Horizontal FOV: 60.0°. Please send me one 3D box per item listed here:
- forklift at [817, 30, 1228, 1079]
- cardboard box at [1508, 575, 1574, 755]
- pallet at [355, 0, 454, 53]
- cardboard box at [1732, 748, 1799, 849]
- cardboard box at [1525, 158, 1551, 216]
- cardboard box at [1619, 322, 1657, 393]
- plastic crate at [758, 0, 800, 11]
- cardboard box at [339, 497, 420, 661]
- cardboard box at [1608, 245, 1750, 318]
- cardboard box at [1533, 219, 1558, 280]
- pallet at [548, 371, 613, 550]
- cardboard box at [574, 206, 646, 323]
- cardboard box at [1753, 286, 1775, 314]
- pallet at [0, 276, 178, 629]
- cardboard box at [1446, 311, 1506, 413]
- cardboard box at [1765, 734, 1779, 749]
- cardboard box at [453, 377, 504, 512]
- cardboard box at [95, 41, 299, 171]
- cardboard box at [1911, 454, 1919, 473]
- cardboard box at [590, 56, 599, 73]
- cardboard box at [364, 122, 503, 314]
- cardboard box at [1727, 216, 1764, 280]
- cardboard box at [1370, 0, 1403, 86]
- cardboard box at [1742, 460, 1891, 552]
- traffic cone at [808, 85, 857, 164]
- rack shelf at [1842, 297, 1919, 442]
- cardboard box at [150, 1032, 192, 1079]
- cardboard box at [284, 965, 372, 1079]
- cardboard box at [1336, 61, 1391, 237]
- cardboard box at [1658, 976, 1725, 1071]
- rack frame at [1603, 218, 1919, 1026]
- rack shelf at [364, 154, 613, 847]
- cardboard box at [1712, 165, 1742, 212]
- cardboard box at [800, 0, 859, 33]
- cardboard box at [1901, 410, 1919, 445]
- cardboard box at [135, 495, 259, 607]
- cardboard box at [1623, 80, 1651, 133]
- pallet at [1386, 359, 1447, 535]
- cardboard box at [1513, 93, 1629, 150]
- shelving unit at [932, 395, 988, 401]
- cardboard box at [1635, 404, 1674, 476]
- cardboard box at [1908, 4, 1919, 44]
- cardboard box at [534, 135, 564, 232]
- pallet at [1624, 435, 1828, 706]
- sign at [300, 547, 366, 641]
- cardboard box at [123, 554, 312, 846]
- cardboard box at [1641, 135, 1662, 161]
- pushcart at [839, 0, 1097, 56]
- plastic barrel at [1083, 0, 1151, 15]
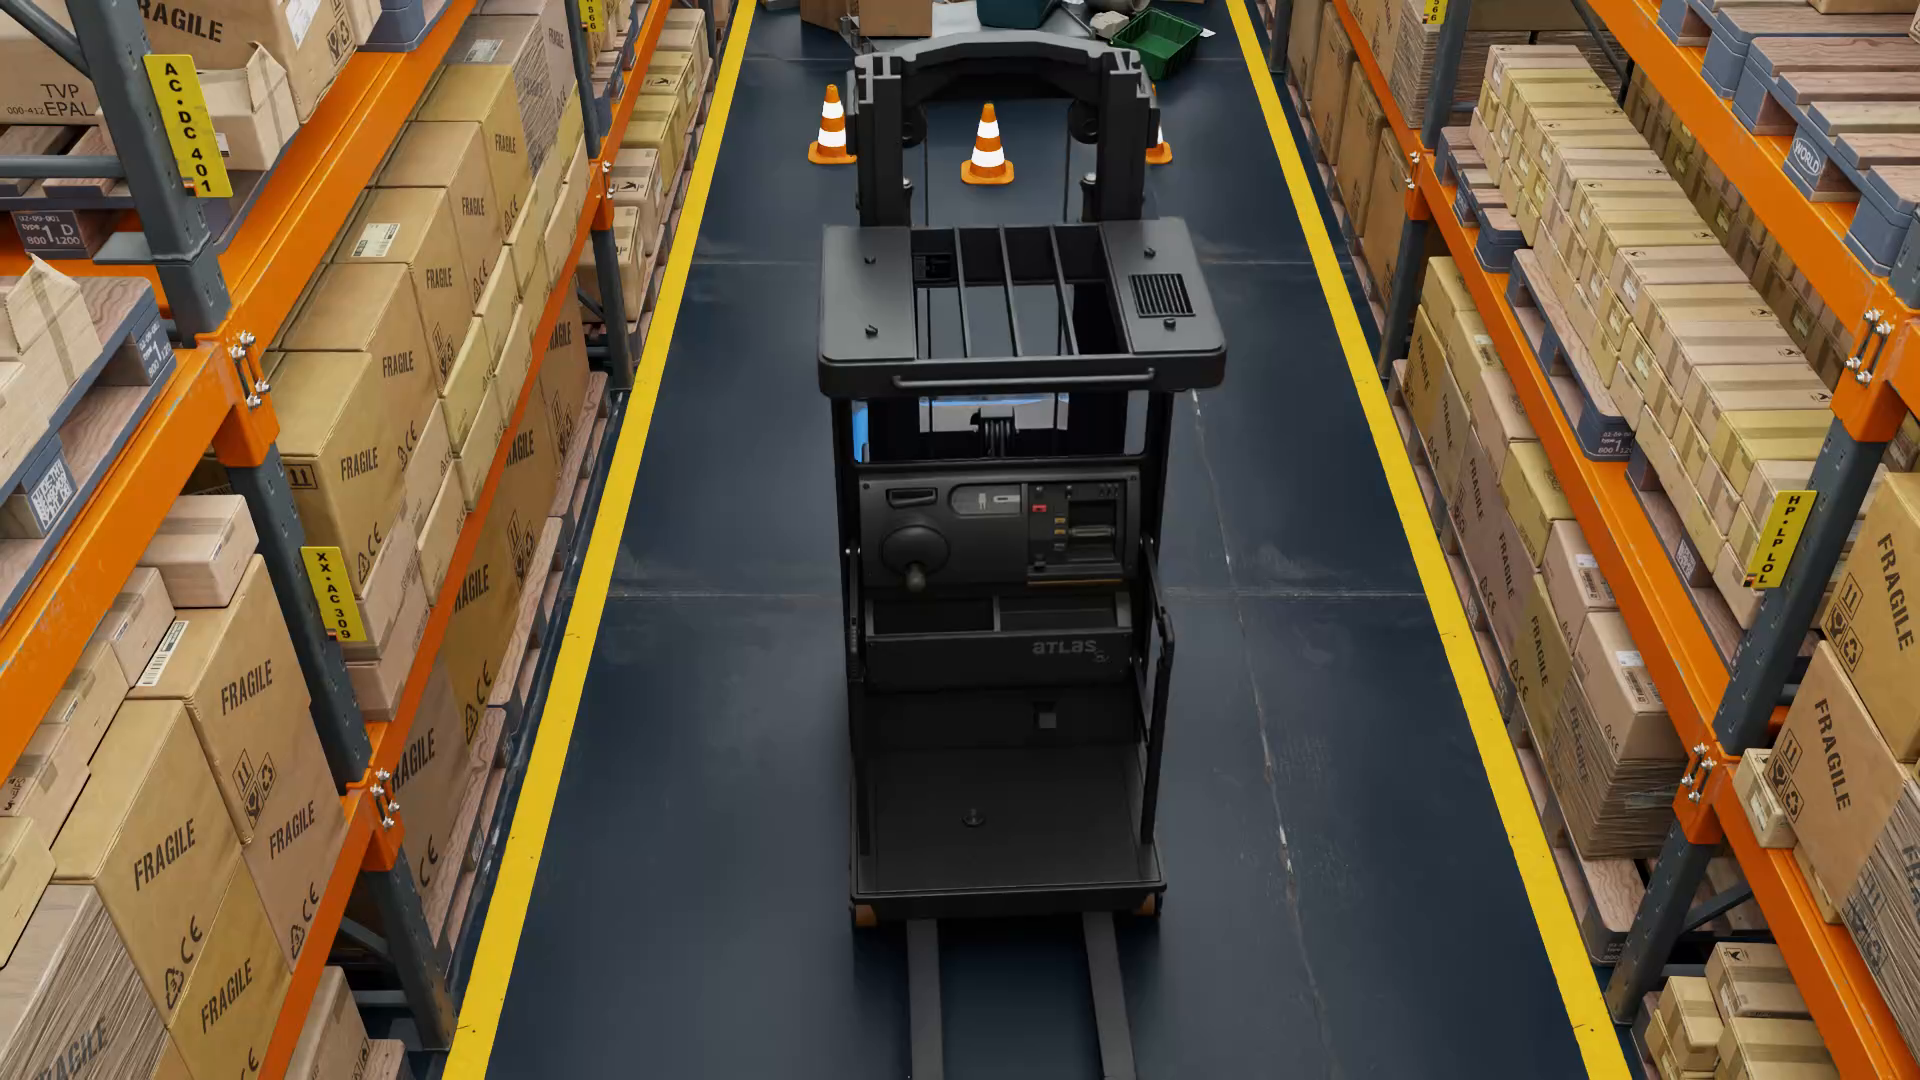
[{"bbox_3d":[0.147,0.040,5.356,1.130,2.935,3.031,-2,39,-2],"label":"forklift"},{"bbox_3d":[2.481,0.478,6.418,0.500,0.500,0.500,-1,39,-1],"label":"cardboard box"},{"bbox_3d":[-2.163,-1.980,5.574,1.003,0.211,1.213,2,39,2],"label":"pallet"},{"bbox_3d":[2.407,0.725,4.648,0.380,0.149,0.250,1,39,2],"label":"cardboard box"},{"bbox_3d":[2.536,-1.437,6.772,0.380,0.149,0.250,0,39,0],"label":"cardboard box"},{"bbox_3d":[2.533,-0.635,5.771,0.380,0.149,0.250,-2,39,-2],"label":"cardboard box"},{"bbox_3d":[-1.407,-4.330,13.089,0.402,0.080,0.583,-13,40,-16],"label":"plastic crate"},{"bbox_3d":[-1.935,0.104,4.941,0.500,0.250,0.500,-1,39,-1],"label":"cardboard box"},{"bbox_3d":[2.537,-0.914,5.882,0.380,0.149,0.250,-2,39,-2],"label":"cardboard box"},{"bbox_3d":[2.533,-1.166,6.671,0.380,0.149,0.250,1,39,1],"label":"cardboard box"},{"bbox_3d":[-2.295,-0.404,8.085,1.003,0.211,1.213,0,39,0],"label":"pallet"},{"bbox_3d":[-2.211,-1.477,8.960,0.950,0.372,0.625,-2,39,-3],"label":"cardboard box"},{"bbox_3d":[3.189,-0.837,6.261,0.380,0.149,0.250,-2,39,-2],"label":"cardboard box"},{"bbox_3d":[-2.226,-0.108,3.158,1.003,0.211,1.213,0,39,0],"label":"pallet"},{"bbox_3d":[2.489,-0.784,7.394,0.500,0.250,0.500,0,39,-1],"label":"cardboard box"},{"bbox_3d":[2.997,0.506,5.783,0.500,0.250,0.500,-2,39,-2],"label":"cardboard box"},{"bbox_3d":[-1.939,-0.345,5.901,0.500,0.250,0.500,0,39,0],"label":"cardboard box"},{"bbox_3d":[-1.867,-1.079,4.071,0.396,0.266,0.258,0,39,0],"label":"cardboard box"},{"bbox_3d":[3.191,-0.141,5.155,0.380,0.149,0.250,-1,39,-1],"label":"cardboard box"},{"bbox_3d":[-2.002,-2.431,8.250,0.380,0.149,0.250,-2,39,-3],"label":"cardboard box"},{"bbox_3d":[-1.962,-1.143,5.899,0.500,0.500,0.500,-1,39,-1],"label":"cardboard box"},{"bbox_3d":[3.189,-1.119,6.374,0.380,0.149,0.250,1,39,1],"label":"cardboard box"},{"bbox_3d":[2.461,-2.684,8.621,0.500,0.500,0.500,0,39,0],"label":"cardboard box"},{"bbox_3d":[2.538,-0.099,4.865,0.380,0.149,0.250,2,39,2],"label":"cardboard box"},{"bbox_3d":[-0.824,-2.722,10.777,0.336,0.463,0.334,0,39,0],"label":"traffic cone"},{"bbox_3d":[2.736,0.810,2.517,1.077,0.370,4.000,0,39,0],"label":"rack shelf"},{"bbox_3d":[-1.939,1.403,3.520,0.500,0.500,0.500,-1,39,-1],"label":"cardboard box"},{"bbox_3d":[-2.323,1.745,4.887,0.875,0.438,0.875,-1,39,-1],"label":"cardboard box"},{"bbox_3d":[2.814,-2.265,9.641,1.050,0.750,0.750,1,39,1],"label":"cardboard box"},{"bbox_3d":[2.414,1.509,5.174,0.380,0.149,0.250,2,39,2],"label":"cardboard box"},{"bbox_3d":[2.734,0.450,4.790,1.000,3.000,0.127,0,39,0],"label":"rack frame"},{"bbox_3d":[-2.218,-0.454,6.493,1.077,0.370,4.000,0,39,0],"label":"rack shelf"},{"bbox_3d":[3.185,-1.405,6.494,0.380,0.149,0.250,0,39,0],"label":"cardboard box"},{"bbox_3d":[-0.866,-4.183,12.568,0.500,0.500,0.500,28,46,30],"label":"cardboard box"},{"bbox_3d":[3.189,-0.430,5.277,0.380,0.149,0.250,0,39,0],"label":"cardboard box"},{"bbox_3d":[-1.897,0.026,3.920,0.380,0.149,0.250,-1,39,-1],"label":"cardboard box"},{"bbox_3d":[3.185,-1.925,7.381,0.380,0.149,0.250,1,39,1],"label":"cardboard box"},{"bbox_3d":[2.729,-0.475,8.174,1.003,0.211,1.213,0,39,0],"label":"pallet"},{"bbox_3d":[2.535,-1.739,6.911,0.380,0.149,0.250,0,39,0],"label":"cardboard box"},{"bbox_3d":[0.000,-0.346,7.462,0.258,0.900,0.210,0,39,0],"label":"shelving unit"},{"bbox_3d":[2.536,-0.340,5.640,0.380,0.149,0.250,-2,39,-2],"label":"cardboard box"},{"bbox_3d":[2.943,-1.401,4.436,0.500,0.311,0.500,-1,39,-1],"label":"cardboard box"},{"bbox_3d":[-1.962,-1.498,6.941,0.500,0.250,0.500,-1,39,-1],"label":"cardboard box"},{"bbox_3d":[2.878,0.046,5.447,1.003,0.211,1.213,0,39,0],"label":"pallet"},{"bbox_3d":[-1.661,0.146,4.413,0.100,0.325,0.005,0,39,0],"label":"sign"},{"bbox_3d":[-1.939,0.382,3.995,0.500,0.500,0.500,0,39,0],"label":"cardboard box"},{"bbox_3d":[3.188,-1.654,7.281,0.380,0.149,0.250,0,39,0],"label":"cardboard box"},{"bbox_3d":[0.055,-3.496,11.811,1.648,0.377,0.936,-13,40,-16],"label":"pushcart"},{"bbox_3d":[1.189,-4.256,12.723,0.512,0.421,0.421,28,46,30],"label":"plastic barrel"}]
